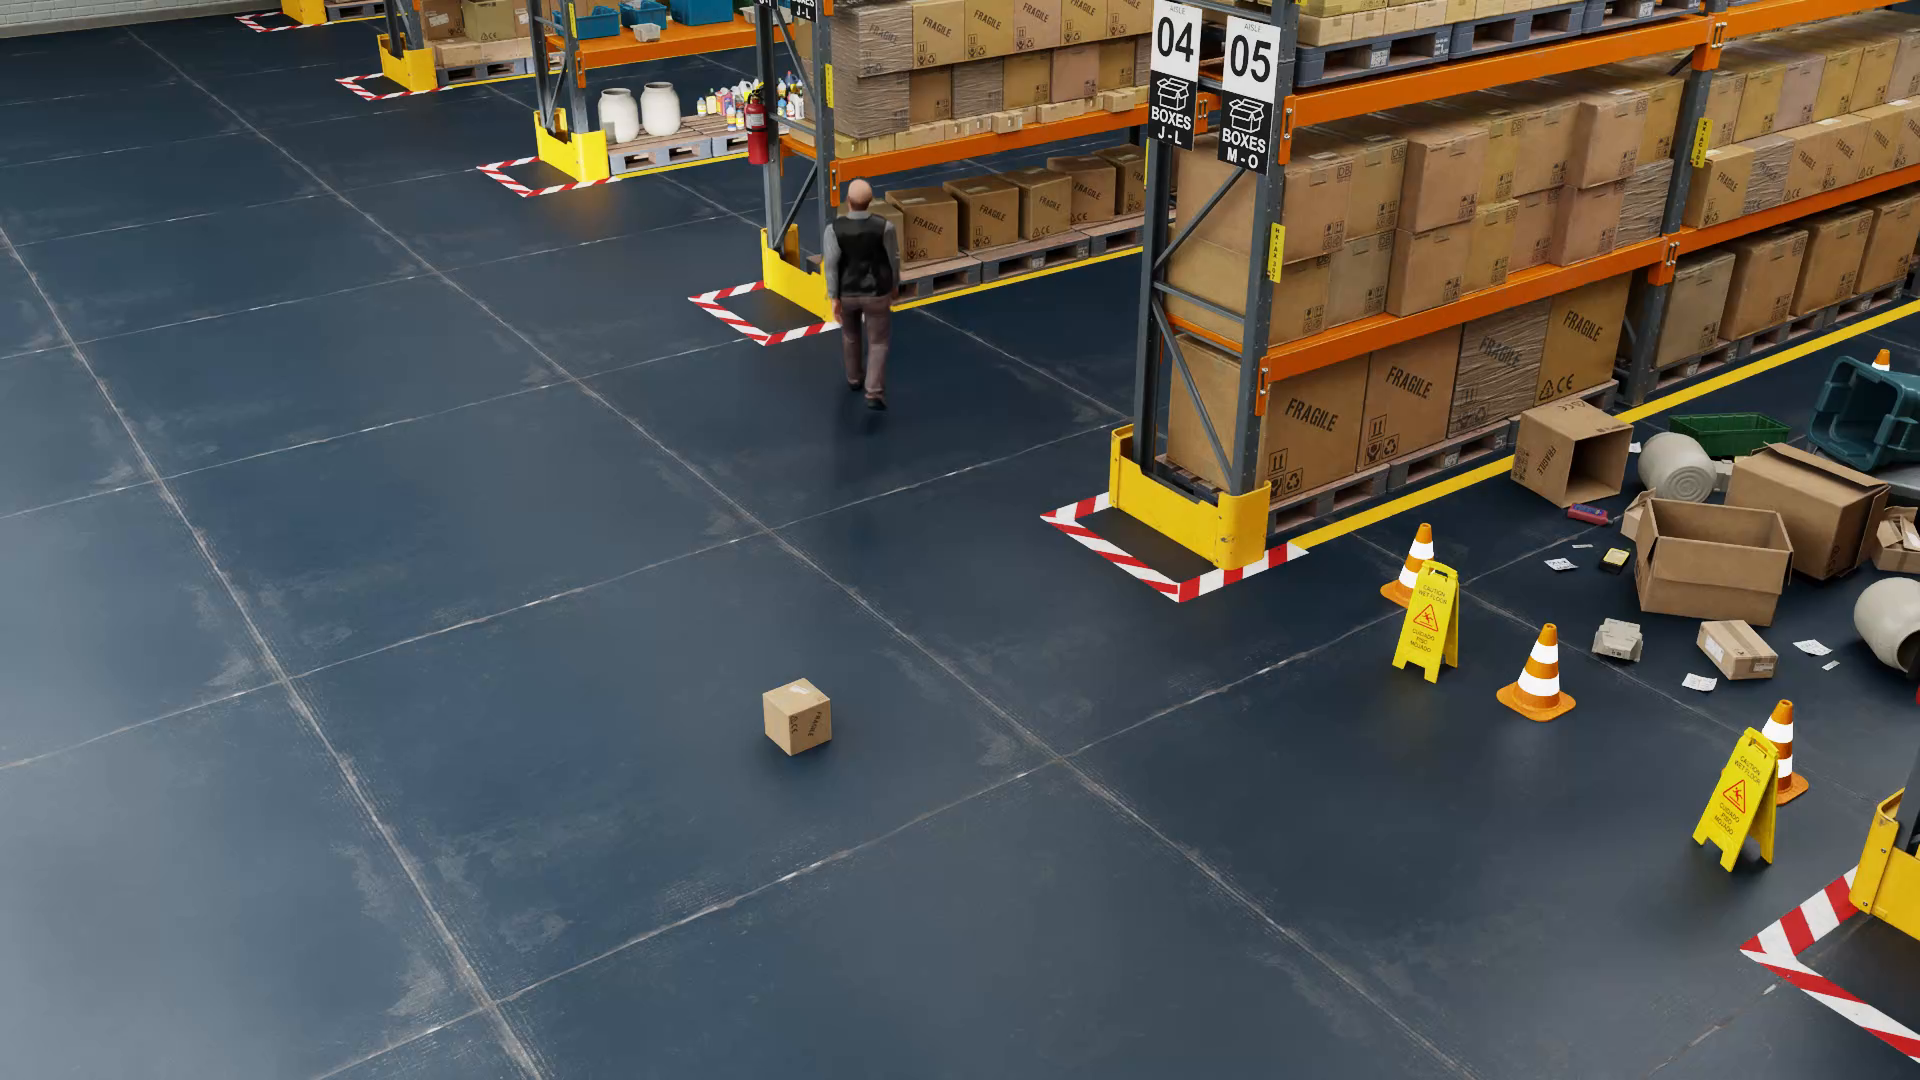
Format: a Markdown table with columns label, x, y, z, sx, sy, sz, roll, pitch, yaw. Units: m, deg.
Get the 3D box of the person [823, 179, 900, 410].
| label | x | y | z | sx | sy | sz | roll | pitch | yaw |
| --- | --- | --- | --- | --- | --- | --- | --- | --- | --- |
| person | -0.691 | -1.771 | 11.928 | 0.536 | 1.682 | 0.971 | 0 | 28 | 1 |
